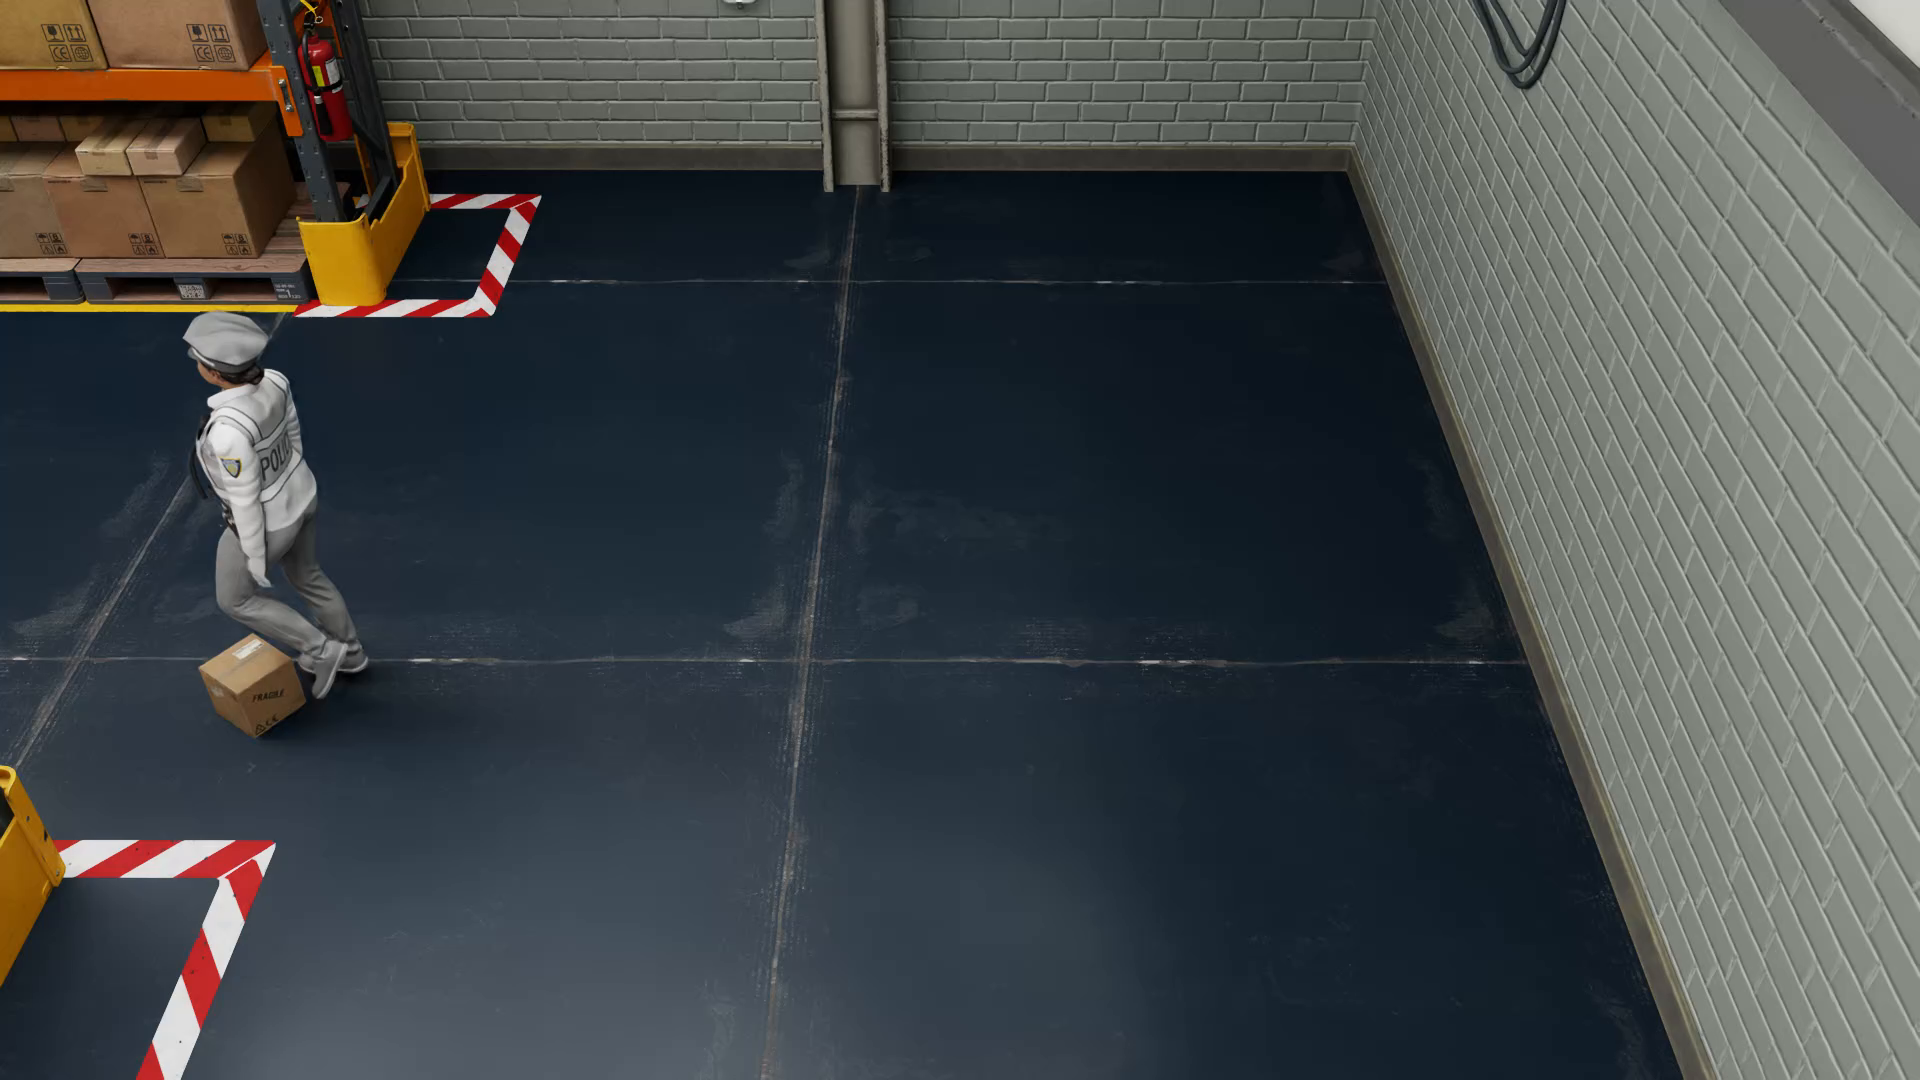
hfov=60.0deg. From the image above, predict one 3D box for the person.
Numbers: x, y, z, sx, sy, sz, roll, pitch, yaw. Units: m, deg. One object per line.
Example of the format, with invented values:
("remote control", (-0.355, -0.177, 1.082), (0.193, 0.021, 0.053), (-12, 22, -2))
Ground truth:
("person", (-2.599, -0.104, 6.216), (0.417, 1.689, 0.516), (5, 40, 7))
